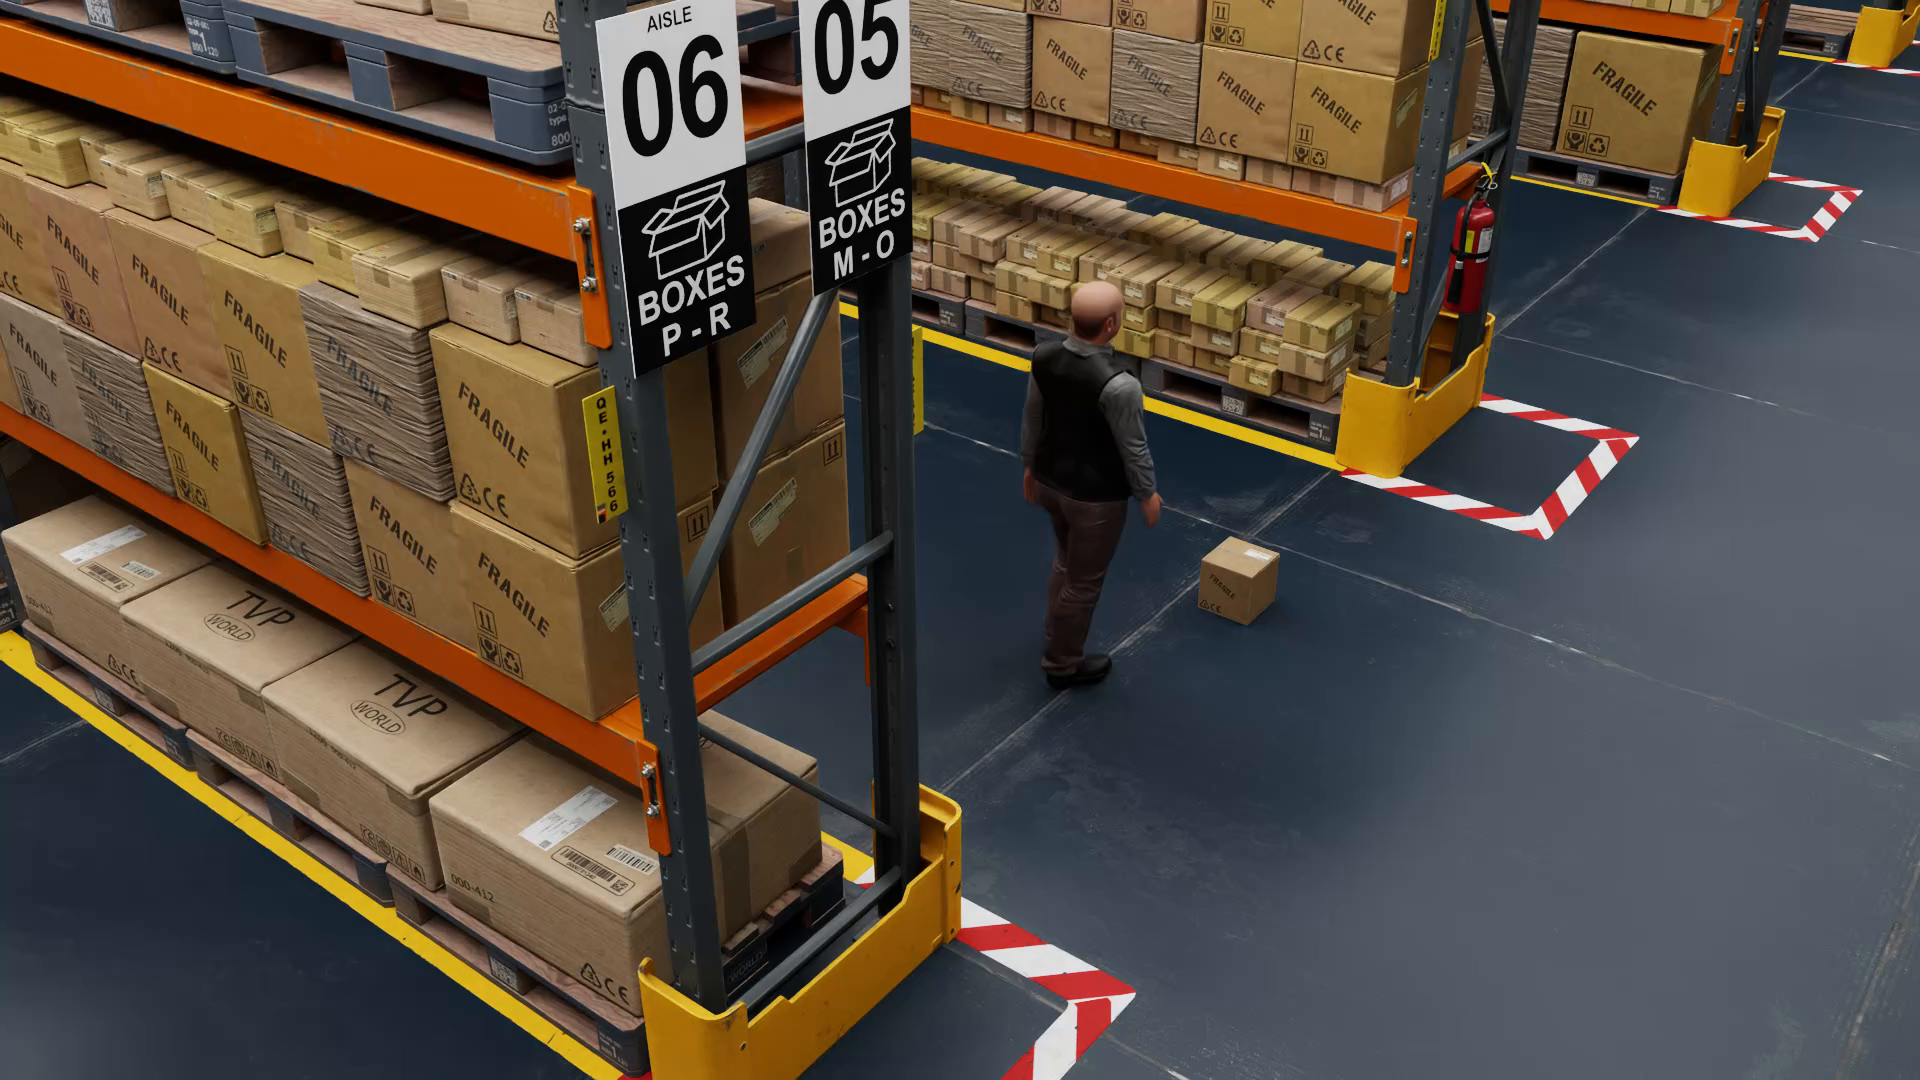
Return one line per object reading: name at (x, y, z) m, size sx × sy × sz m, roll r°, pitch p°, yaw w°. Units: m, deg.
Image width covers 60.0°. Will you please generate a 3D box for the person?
person at (0.497, -0.171, 6.480) m, size 0.416 × 1.787 × 0.558 m, roll -22°, pitch 37°, yaw -32°
